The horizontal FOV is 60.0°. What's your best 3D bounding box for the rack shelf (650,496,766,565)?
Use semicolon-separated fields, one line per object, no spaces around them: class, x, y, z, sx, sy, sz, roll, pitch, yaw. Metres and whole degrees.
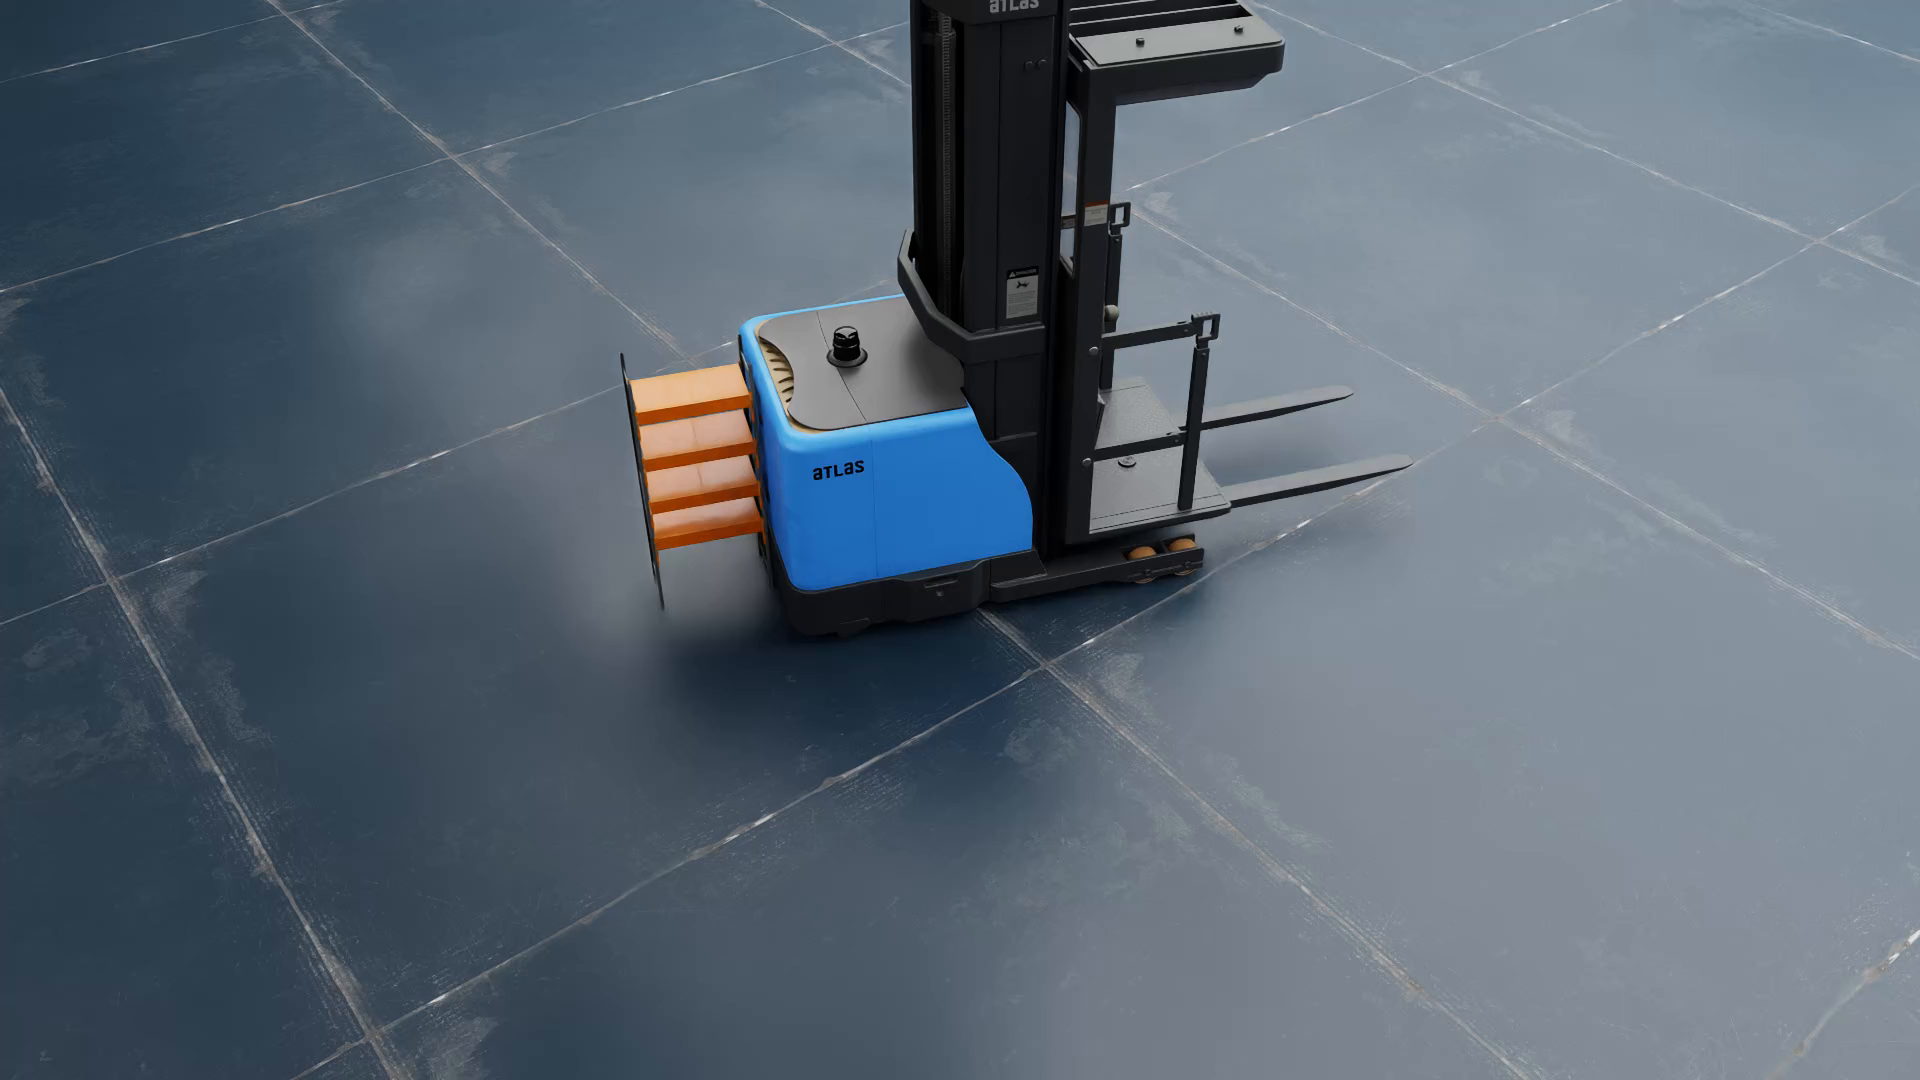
rack shelf;-1.117;-0.069;7.307;0.480;0.148;0.258;-11;41;-13

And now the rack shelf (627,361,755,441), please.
rack shelf;-1.117;-0.578;6.889;0.480;0.148;0.258;-11;41;-13

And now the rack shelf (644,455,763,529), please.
rack shelf;-1.117;-0.222;7.181;0.480;0.148;0.258;-11;41;-13

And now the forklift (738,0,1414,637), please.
forklift;0.597;-1.248;6.960;3.031;2.935;1.130;-11;41;-13

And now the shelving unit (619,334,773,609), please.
shelving unit;-1.117;-0.274;7.138;0.503;1.200;0.258;-11;41;-13

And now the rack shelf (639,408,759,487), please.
rack shelf;-1.117;-0.395;7.039;0.480;0.148;0.258;-11;41;-13

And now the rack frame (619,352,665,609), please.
rack frame;-1.350;-0.230;7.084;0.015;1.200;0.240;-11;41;-13

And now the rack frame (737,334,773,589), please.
rack frame;-0.883;-0.319;7.193;0.015;1.200;0.240;-11;41;-13
